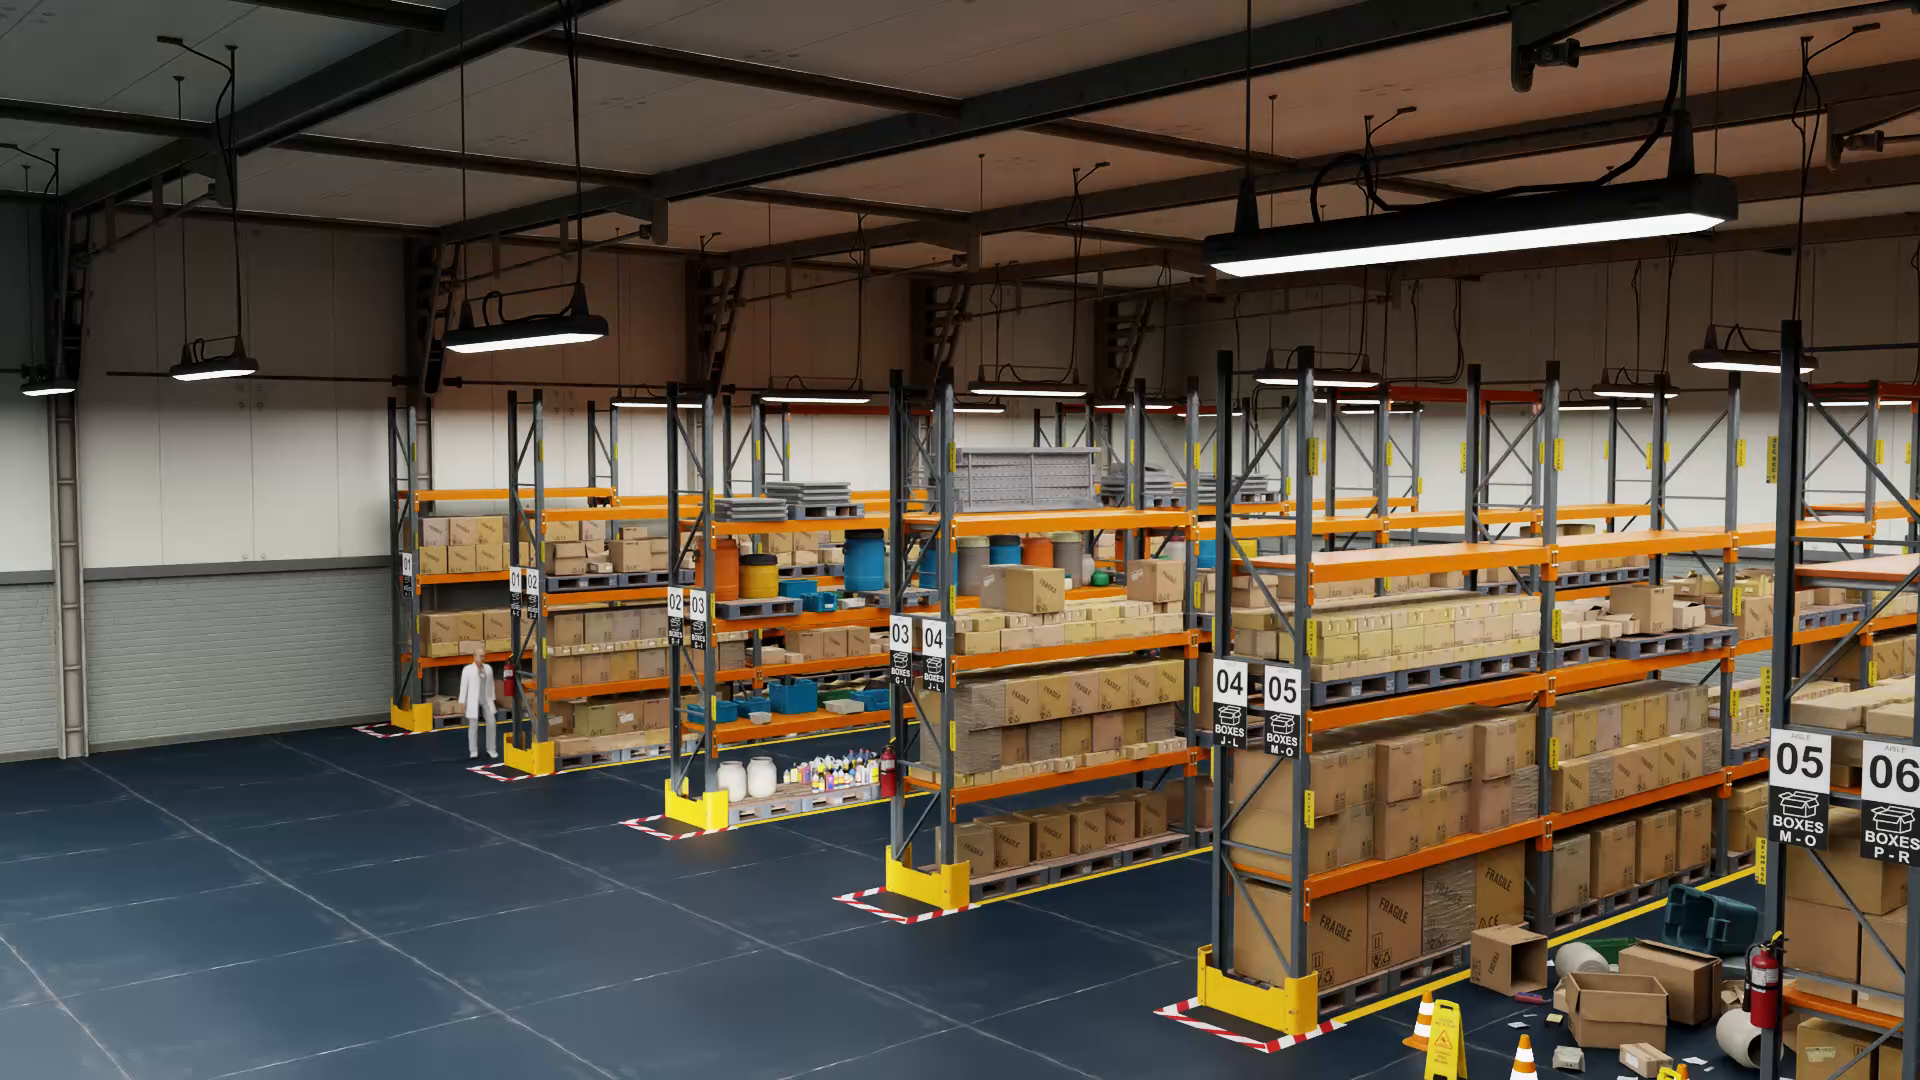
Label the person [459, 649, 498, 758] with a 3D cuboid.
[{"bbox_3d":[-7.910,2.699,27.329,0.645,1.819,0.429,-3,4,-38],"label":"person"}]

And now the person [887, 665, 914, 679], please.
[{"bbox_3d":[-1.188,2.382,33.499,0.987,1.642,0.552,-3,4,-40],"label":"person"}]
